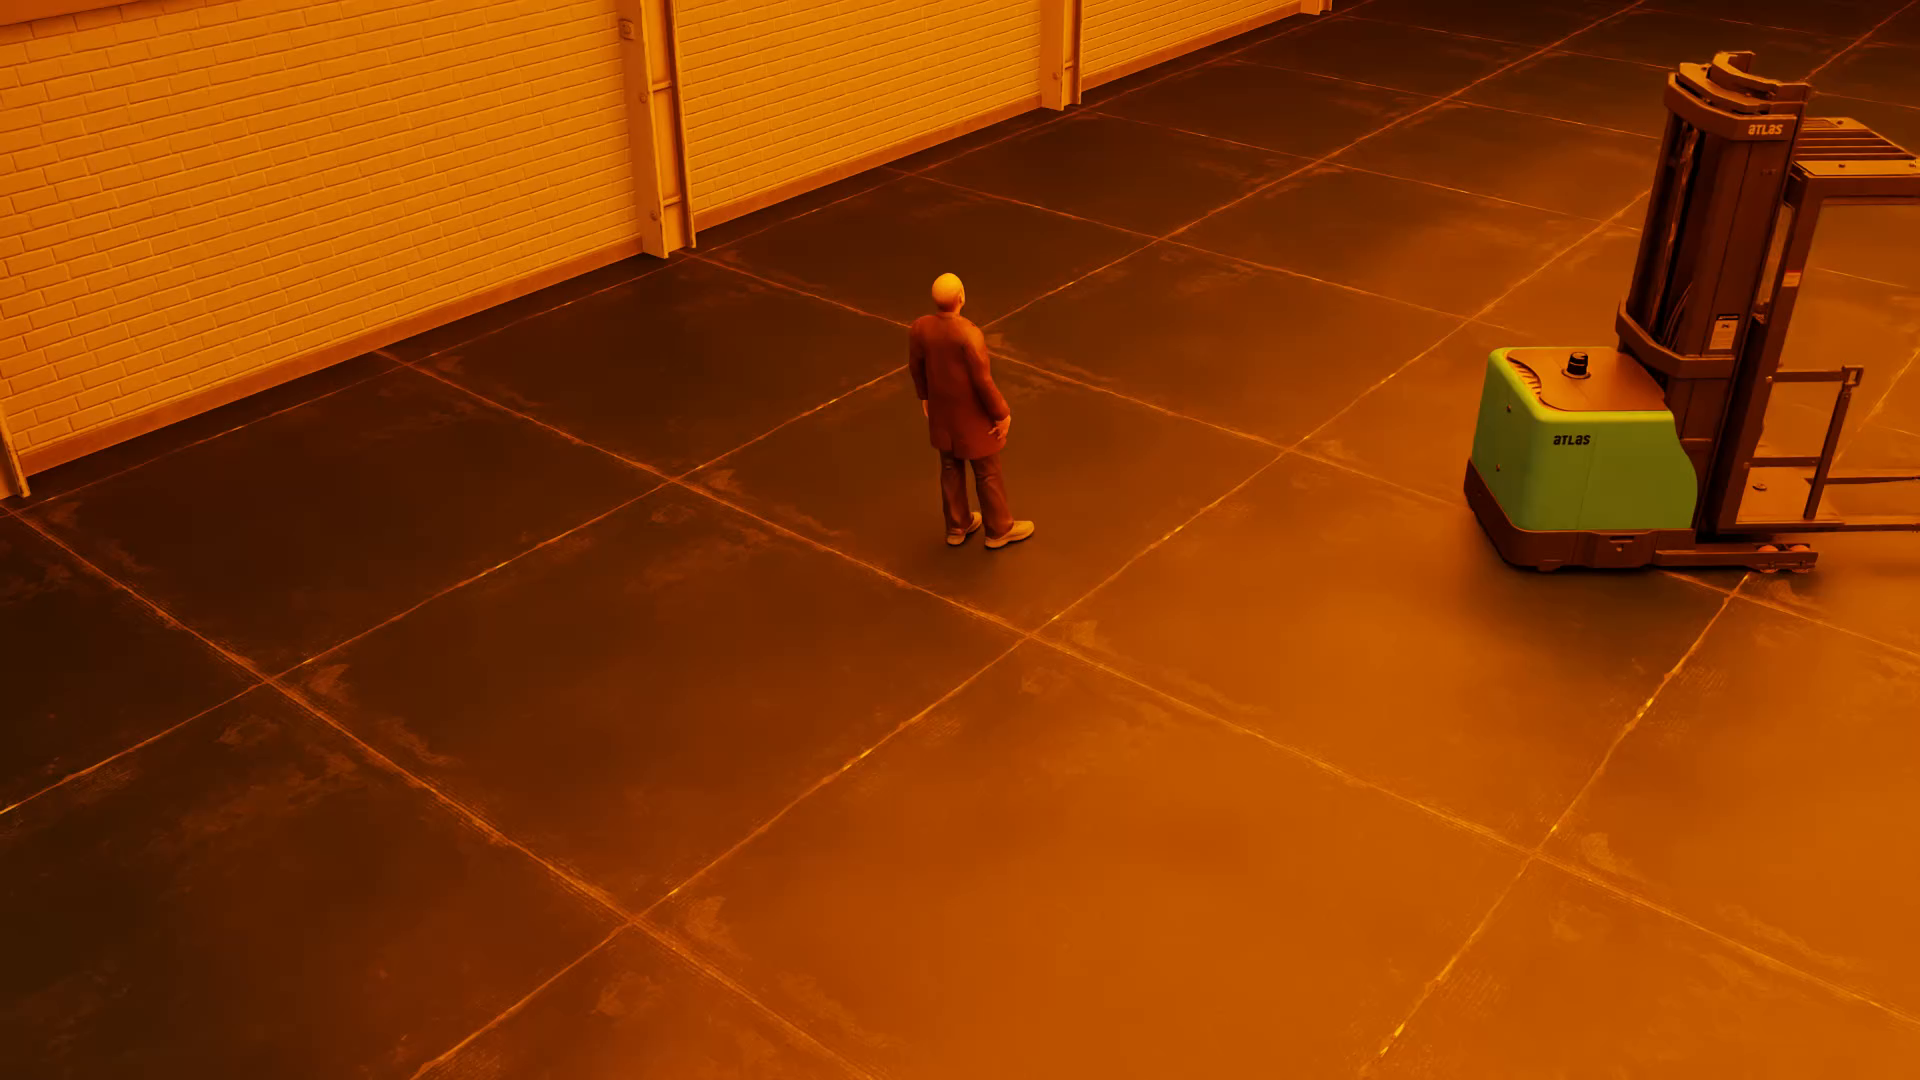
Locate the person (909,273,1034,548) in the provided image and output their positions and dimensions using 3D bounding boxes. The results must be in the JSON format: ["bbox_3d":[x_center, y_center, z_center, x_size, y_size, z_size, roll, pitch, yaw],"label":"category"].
[{"bbox_3d":[0.061,-0.809,10.107,0.698,1.778,0.579,22,37,33],"label":"person"}]

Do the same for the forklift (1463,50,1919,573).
[{"bbox_3d":[4.828,-1.331,9.872,3.031,2.935,1.130,-1,30,-2],"label":"forklift"}]
